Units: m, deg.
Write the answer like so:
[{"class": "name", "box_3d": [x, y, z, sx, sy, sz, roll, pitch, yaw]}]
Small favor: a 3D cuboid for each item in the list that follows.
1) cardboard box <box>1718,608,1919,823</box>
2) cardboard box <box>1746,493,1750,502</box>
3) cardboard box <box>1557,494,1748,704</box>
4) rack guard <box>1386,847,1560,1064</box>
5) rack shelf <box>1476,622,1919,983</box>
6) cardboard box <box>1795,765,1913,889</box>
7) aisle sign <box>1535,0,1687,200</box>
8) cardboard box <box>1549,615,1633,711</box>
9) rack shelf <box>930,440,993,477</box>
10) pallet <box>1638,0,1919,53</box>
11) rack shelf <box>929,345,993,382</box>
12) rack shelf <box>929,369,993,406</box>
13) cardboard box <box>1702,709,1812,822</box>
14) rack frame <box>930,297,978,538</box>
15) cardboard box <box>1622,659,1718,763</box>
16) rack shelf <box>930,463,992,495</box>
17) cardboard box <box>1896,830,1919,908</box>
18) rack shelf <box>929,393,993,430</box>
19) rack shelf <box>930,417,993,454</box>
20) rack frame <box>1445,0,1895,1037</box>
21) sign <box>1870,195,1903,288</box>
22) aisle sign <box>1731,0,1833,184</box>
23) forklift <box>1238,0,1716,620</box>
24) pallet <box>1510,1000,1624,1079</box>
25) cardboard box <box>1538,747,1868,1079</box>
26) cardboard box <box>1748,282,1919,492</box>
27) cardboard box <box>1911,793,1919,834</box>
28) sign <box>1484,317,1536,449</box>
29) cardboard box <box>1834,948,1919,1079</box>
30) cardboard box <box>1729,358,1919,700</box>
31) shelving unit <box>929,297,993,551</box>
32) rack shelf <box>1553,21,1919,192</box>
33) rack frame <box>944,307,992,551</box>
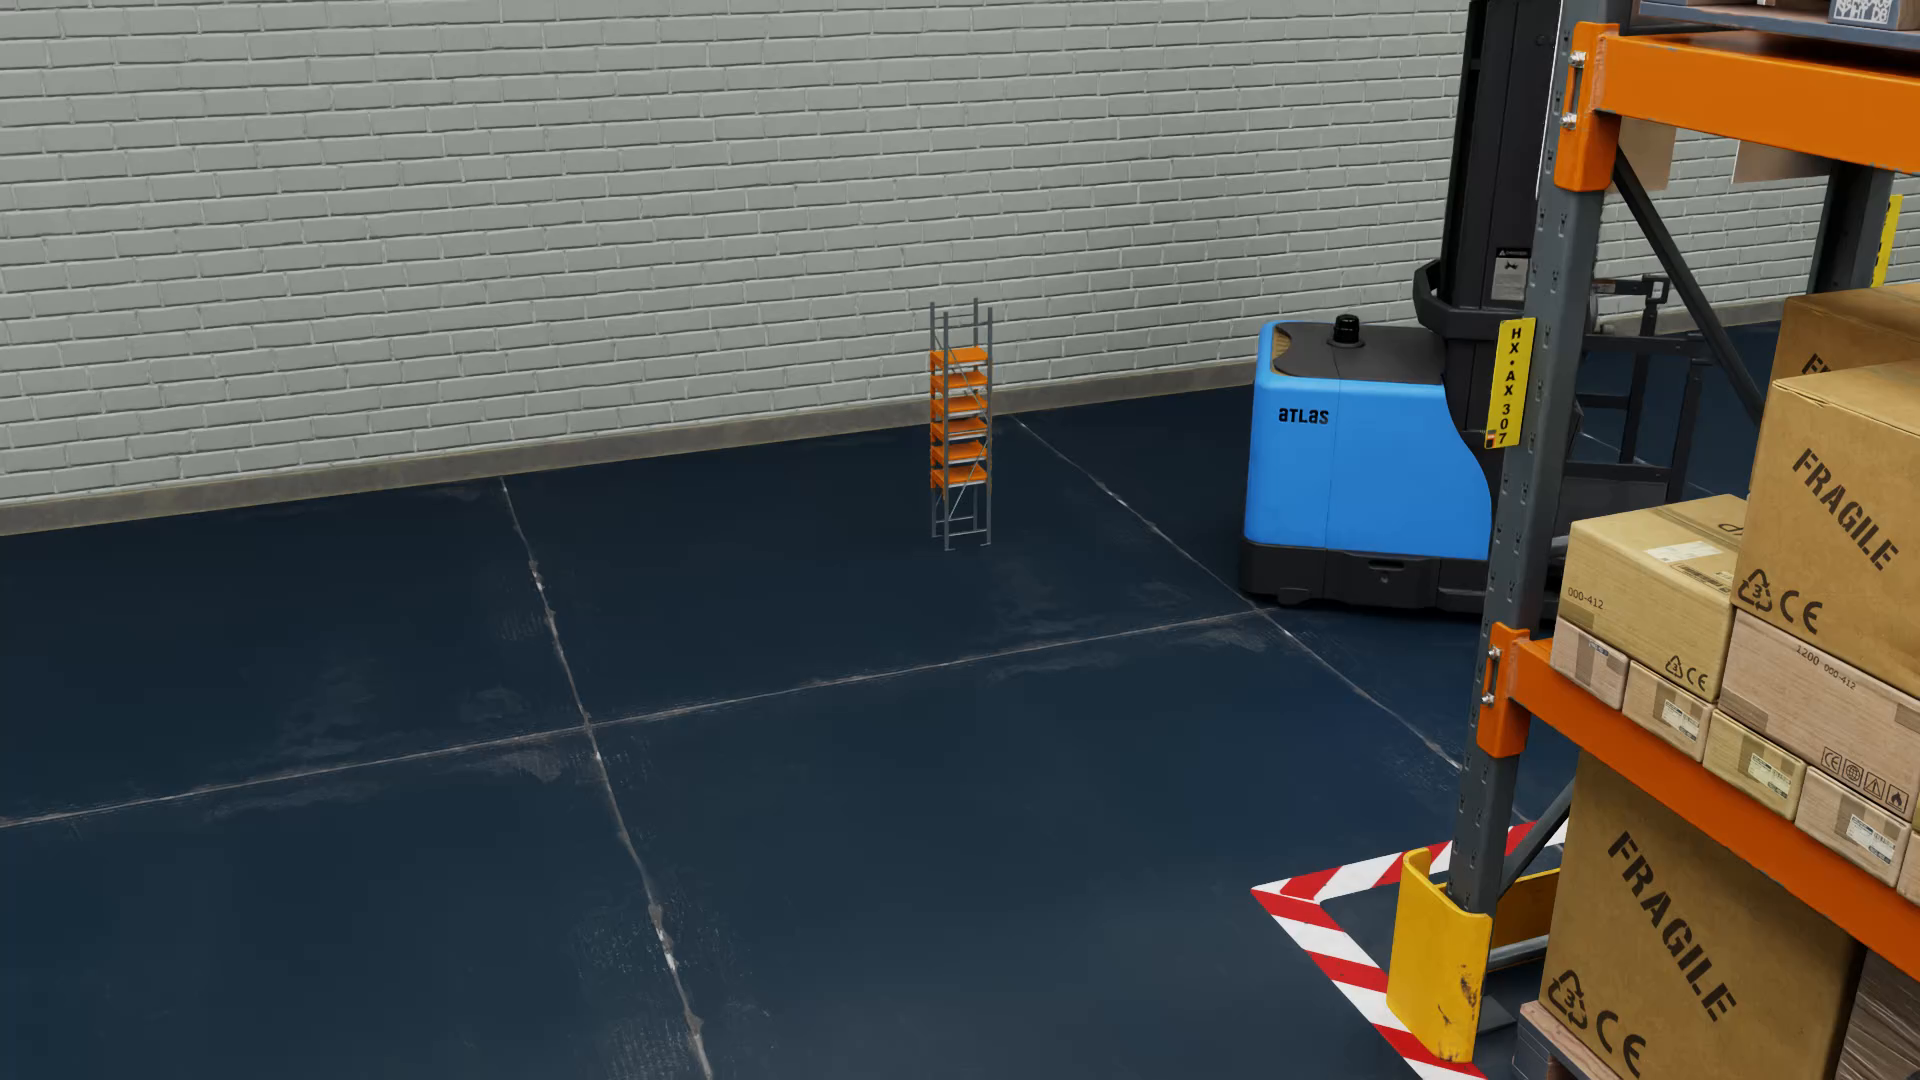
[{"class": "cardboard box", "box_3d": [1.977, 0.310, 3.462, 0.500, 0.250, 0.500, -9, 24, -20]}, {"class": "cardboard box", "box_3d": [2.289, 0.050, 4.078, 0.500, 0.250, 0.500, -9, 24, -20]}, {"class": "cardboard box", "box_3d": [1.787, 0.122, 3.908, 0.500, 0.250, 0.500, -9, 24, -20]}, {"class": "rack guard", "box_3d": [1.861, 1.122, 4.945, 1.175, 0.500, 0.348, -8, 24, -19]}, {"class": "rack shelf", "box_3d": [2.576, 1.037, 2.854, 1.077, 0.370, 4.000, -8, 24, -19]}, {"class": "cardboard box", "box_3d": [1.963, 0.549, 3.408, 0.380, 0.149, 0.250, -9, 24, -20]}, {"class": "aisle sign", "box_3d": [1.564, -1.204, 3.898, 0.394, 0.787, 0.004, -8, 24, -19]}, {"class": "cardboard box", "box_3d": [1.687, 0.269, 4.074, 0.380, 0.149, 0.250, -8, 24, -18]}, {"class": "rack shelf", "box_3d": [0.005, -0.396, 8.068, 0.258, 0.103, 0.180, -8, 24, -19]}, {"class": "pallet", "box_3d": [2.142, -1.095, 3.237, 1.003, 0.211, 1.213, -8, 24, -19]}, {"class": "rack shelf", "box_3d": [0.005, -0.838, 7.882, 0.258, 0.103, 0.180, -8, 24, -19]}, {"class": "rack shelf", "box_3d": [0.005, -0.728, 7.929, 0.258, 0.103, 0.180, -8, 24, -19]}, {"class": "cardboard box", "box_3d": [1.869, 0.455, 3.632, 0.380, 0.149, 0.250, -9, 24, -20]}, {"class": "rack frame", "box_3d": [-0.027, -0.581, 8.083, 0.240, 1.200, 0.006, -8, 24, -19]}, {"class": "cardboard box", "box_3d": [1.779, 0.362, 3.853, 0.380, 0.149, 0.250, -9, 24, -20]}, {"class": "rack shelf", "box_3d": [0.005, -0.286, 8.115, 0.258, 0.103, 0.180, -8, 24, -19]}, {"class": "cardboard box", "box_3d": [2.051, 0.642, 3.188, 0.380, 0.149, 0.250, -9, 24, -20]}, {"class": "rack shelf", "box_3d": [0.005, -0.617, 7.975, 0.258, 0.103, 0.180, -8, 24, -19]}, {"class": "rack shelf", "box_3d": [0.005, -0.507, 8.022, 0.258, 0.103, 0.180, -8, 24, -19]}, {"class": "rack frame", "box_3d": [1.870, -0.021, 4.438, 1.000, 3.000, 0.127, -8, 24, -19]}, {"class": "sign", "box_3d": [2.382, -0.733, 4.332, 0.100, 0.325, 0.005, -8, 24, -19]}, {"class": "aisle sign", "box_3d": [2.125, -1.286, 4.093, 0.394, 0.787, 0.004, -8, 24, -19]}, {"class": "forklift", "box_3d": [2.837, -1.137, 7.174, 3.031, 2.935, 1.130, 4, 23, 10]}, {"class": "pallet", "box_3d": [2.226, 1.544, 4.316, 1.003, 0.211, 1.213, -8, 24, -19]}, {"class": "cardboard box", "box_3d": [2.171, 0.986, 4.244, 0.875, 0.875, 0.875, -8, 24, -19]}, {"class": "cardboard box", "box_3d": [2.288, -0.294, 3.930, 0.500, 0.500, 0.500, -8, 24, -18]}, {"class": "cardboard box", "box_3d": [2.151, 0.493, 3.028, 0.500, 0.250, 0.500, -9, 25, -21]}, {"class": "sign", "box_3d": [1.349, -0.383, 4.079, 0.100, 0.325, 0.005, -8, 24, -19]}, {"class": "cardboard box", "box_3d": [2.492, 1.317, 3.459, 0.875, 0.875, 0.875, -8, 24, -19]}, {"class": "cardboard box", "box_3d": [1.964, -0.042, 3.331, 0.500, 0.500, 0.500, -9, 24, -20]}, {"class": "shelving unit", "box_3d": [0.005, -0.548, 8.004, 0.258, 1.200, 0.189, -8, 24, -19]}, {"class": "rack shelf", "box_3d": [2.576, -0.345, 2.271, 1.077, 0.370, 4.000, -8, 24, -19]}, {"class": "rack frame", "box_3d": [0.037, -0.514, 7.926, 0.240, 1.200, 0.006, -8, 24, -19]}]
